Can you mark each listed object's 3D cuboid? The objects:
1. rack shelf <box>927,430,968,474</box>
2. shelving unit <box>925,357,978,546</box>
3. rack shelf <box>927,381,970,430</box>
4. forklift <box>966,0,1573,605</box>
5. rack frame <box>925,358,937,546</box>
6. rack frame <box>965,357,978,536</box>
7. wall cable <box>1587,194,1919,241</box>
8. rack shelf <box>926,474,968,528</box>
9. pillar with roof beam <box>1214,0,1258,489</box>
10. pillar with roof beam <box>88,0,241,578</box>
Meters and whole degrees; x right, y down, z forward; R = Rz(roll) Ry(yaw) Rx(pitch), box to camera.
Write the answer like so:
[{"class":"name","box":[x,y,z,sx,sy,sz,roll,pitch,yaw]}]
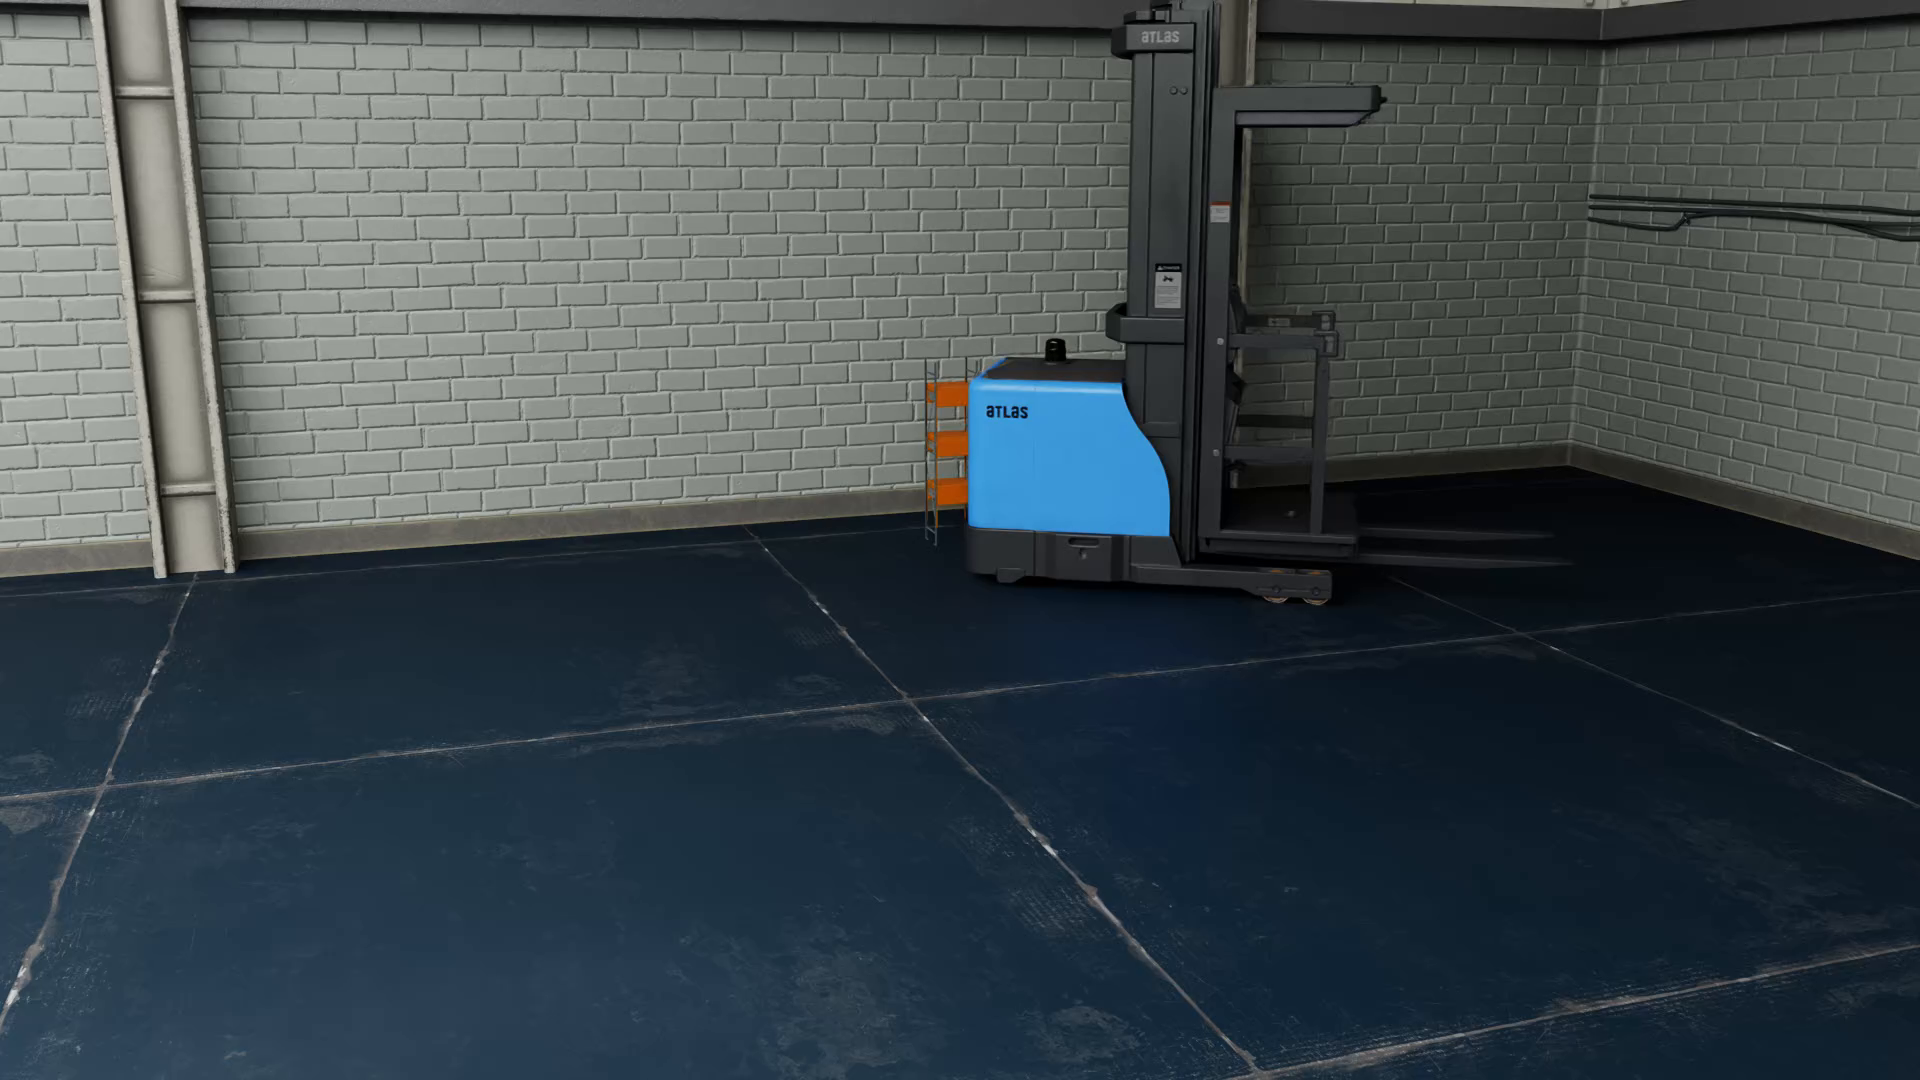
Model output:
[{"class":"rack shelf","box":[-0.051,-0.497,9.507,0.240,0.259,0.215,-4,14,-18]},{"class":"shelving unit","box":[-0.051,-0.507,9.505,0.252,1.050,0.215,-4,14,-18]},{"class":"rack shelf","box":[-0.051,-0.773,9.441,0.240,0.259,0.215,-4,14,-18]},{"class":"forklift","box":[1.599,-1.235,8.502,3.031,2.935,1.130,3,14,11]},{"class":"rack frame","box":[-0.166,-0.498,9.467,0.008,1.050,0.200,-4,14,-18]},{"class":"rack frame","box":[0.065,-0.516,9.543,0.008,1.050,0.200,-4,14,-18]},{"class":"wall cable","box":[4.782,-3.084,9.870,0.112,2.526,3.097,-4,14,-18]},{"class":"rack shelf","box":[-0.051,-0.226,9.571,0.240,0.259,0.215,-4,14,-18]},{"class":"pillar with roof beam","box":[2.942,-3.723,5.847,0.400,9.000,9.100,-4,14,-18]},{"class":"pillar with roof beam","box":[-2.745,-3.280,3.985,0.400,9.000,9.100,-4,14,-18]}]
